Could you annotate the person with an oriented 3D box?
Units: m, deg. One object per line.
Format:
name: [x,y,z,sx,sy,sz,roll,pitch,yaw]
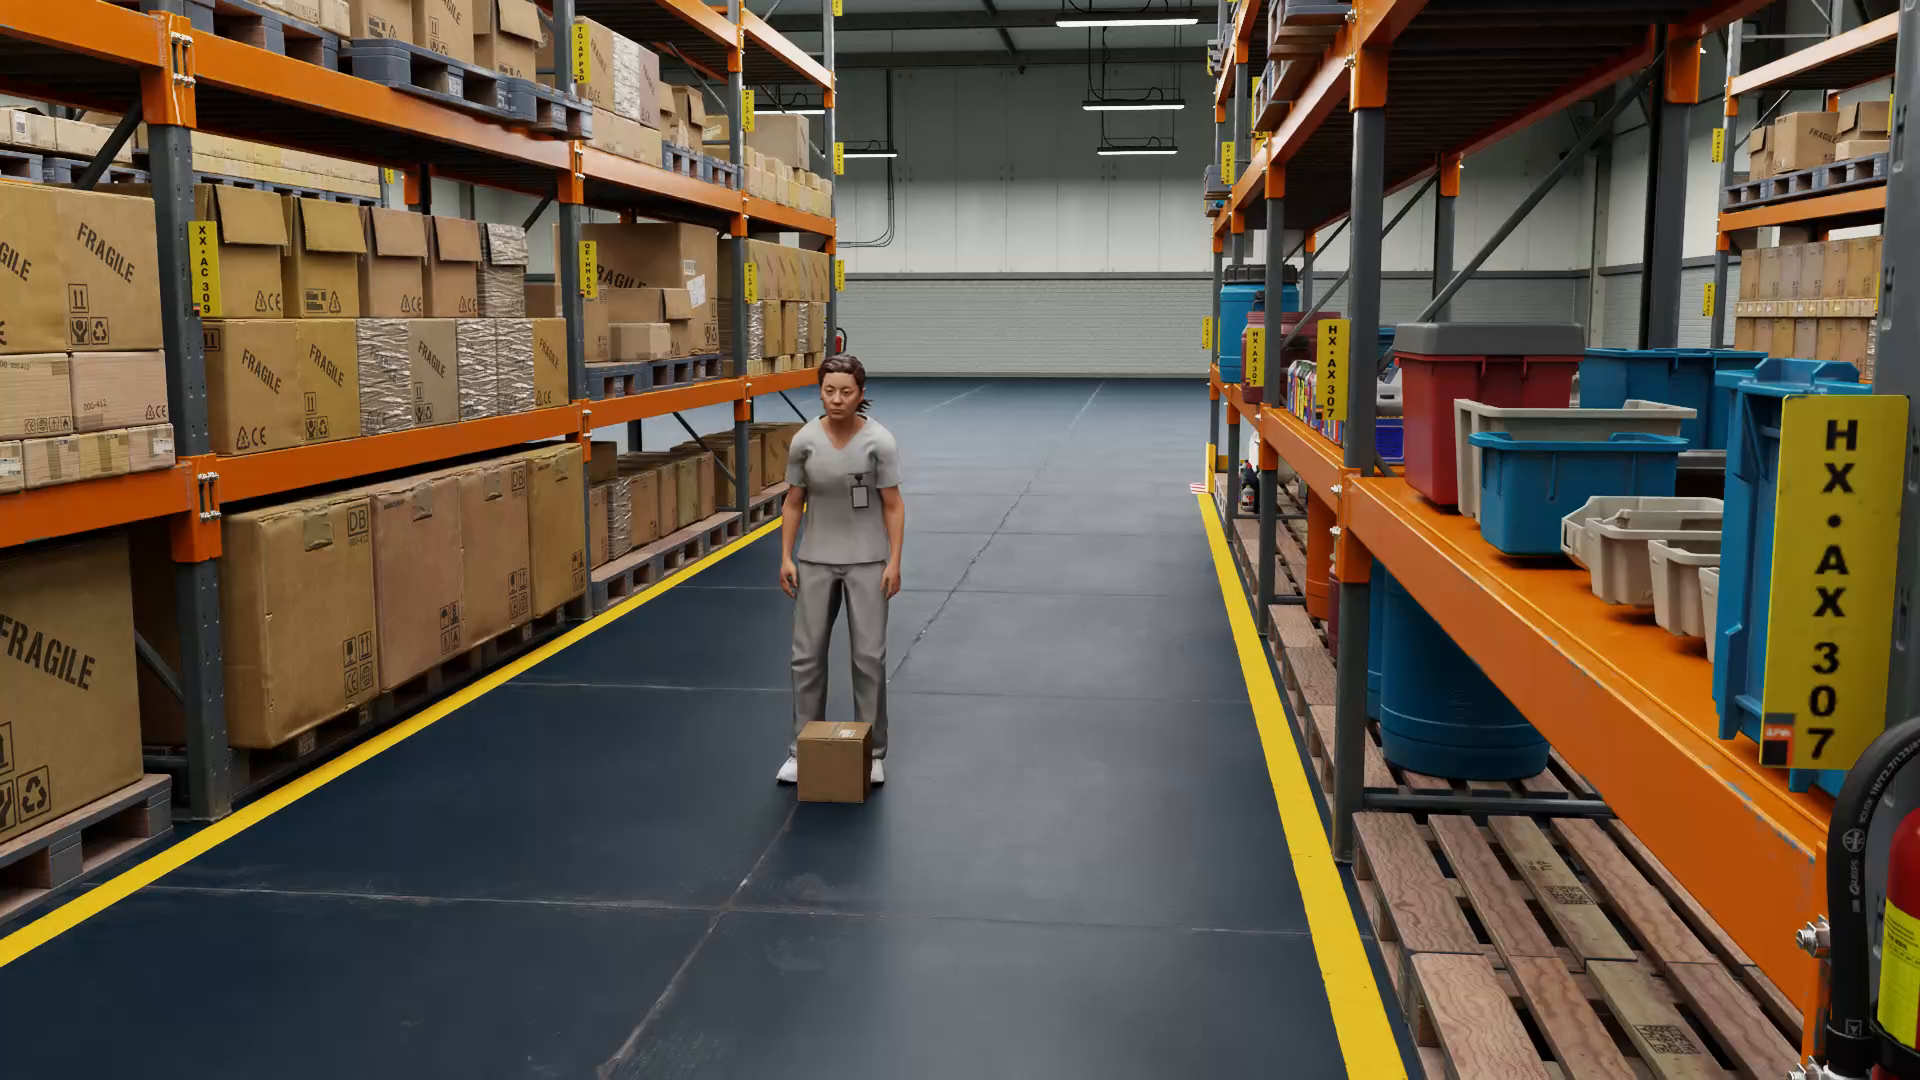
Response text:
person: [-0.460,0.108,6.498,0.487,1.673,0.356,1,8,7]
